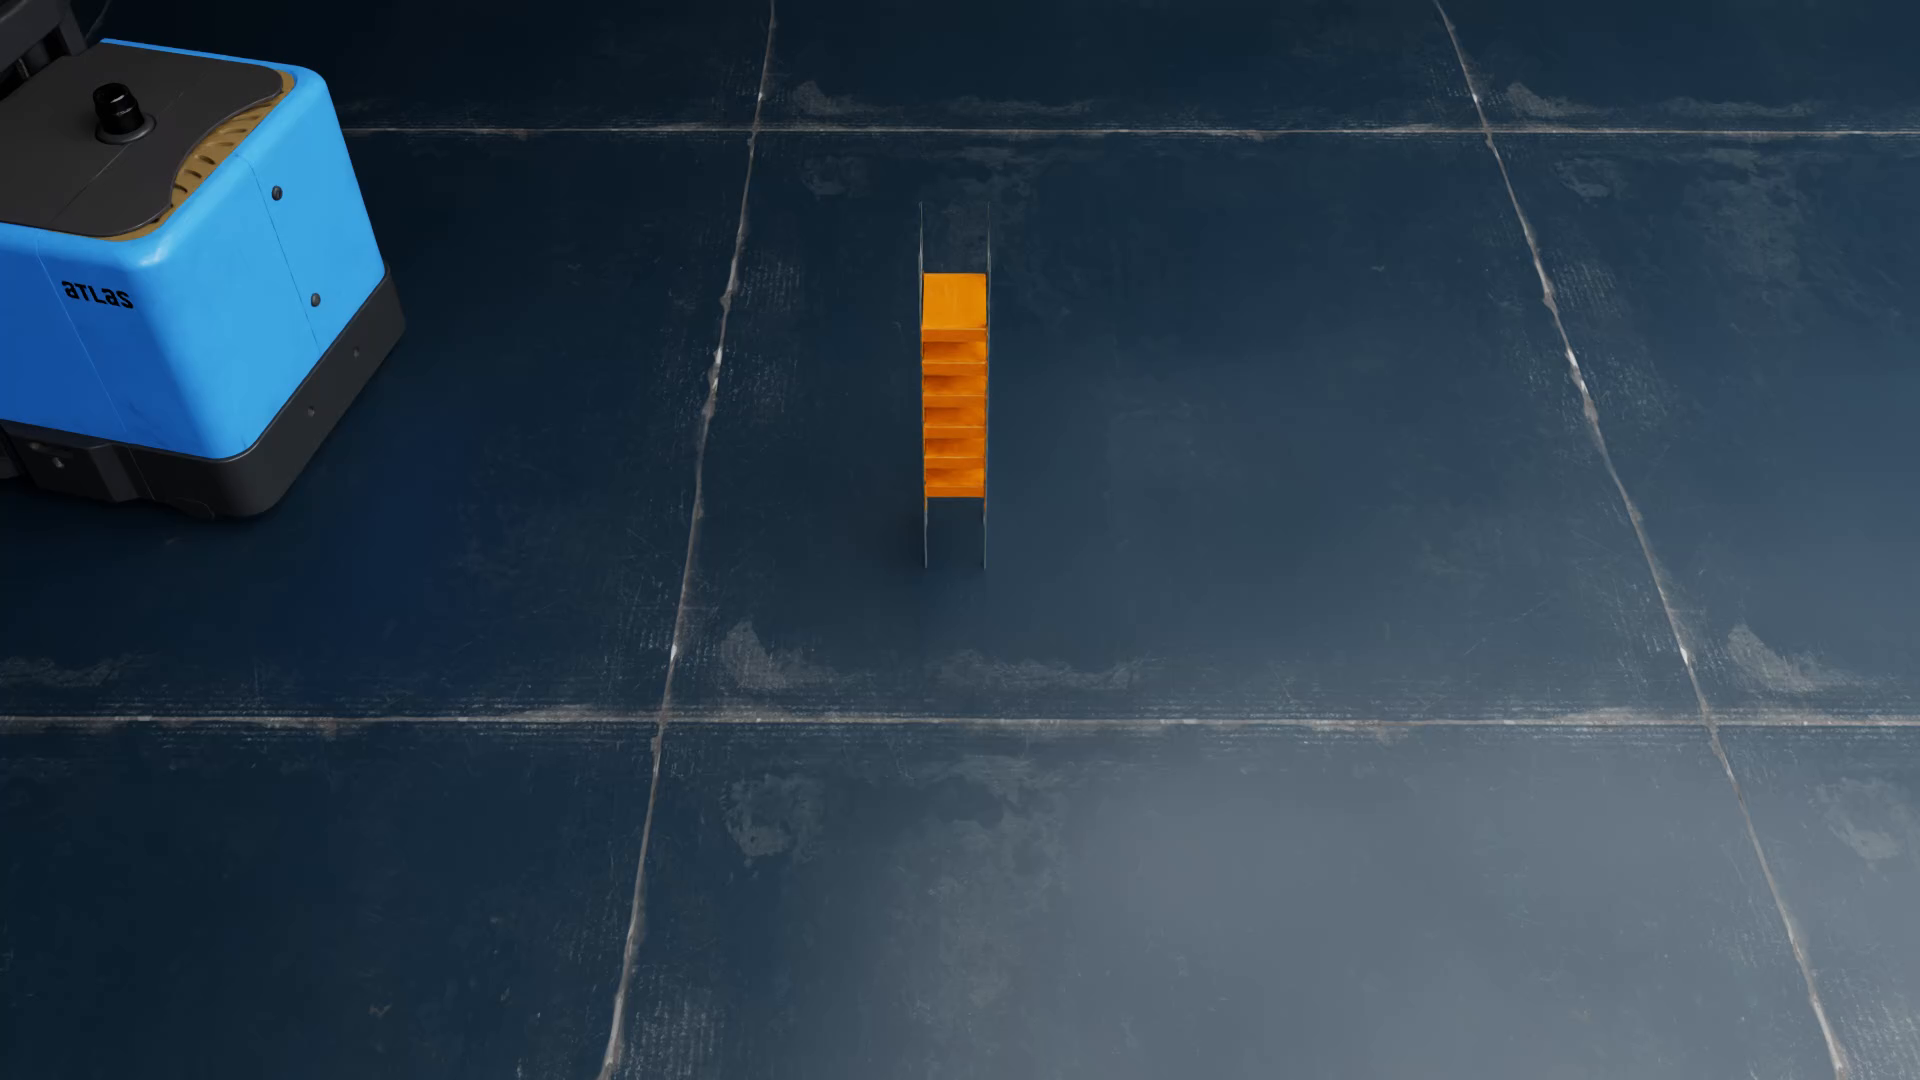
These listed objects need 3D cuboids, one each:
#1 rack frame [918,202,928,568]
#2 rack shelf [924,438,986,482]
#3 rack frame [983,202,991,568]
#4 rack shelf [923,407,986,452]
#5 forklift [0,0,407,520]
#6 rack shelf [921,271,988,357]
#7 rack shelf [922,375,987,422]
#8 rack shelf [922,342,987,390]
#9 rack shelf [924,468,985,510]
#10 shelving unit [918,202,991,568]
[{"bbox_3d":[-0.106,-0.409,4.811,0.006,1.200,0.240,0,47,0],"label":"rack frame"},{"bbox_3d":[-0.014,-0.297,4.931,0.180,0.103,0.258,0,47,0],"label":"rack shelf"},{"bbox_3d":[0.077,-0.409,4.811,0.006,1.200,0.240,0,47,0],"label":"rack frame"},{"bbox_3d":[-0.014,-0.379,4.843,0.180,0.103,0.258,0,47,0],"label":"rack shelf"},{"bbox_3d":[-3.520,-1.648,4.782,3.031,2.935,1.130,10,48,10],"label":"forklift"},{"bbox_3d":[-0.014,-0.624,4.580,0.180,0.103,0.258,0,47,0],"label":"rack shelf"},{"bbox_3d":[-0.014,-0.460,4.756,0.180,0.103,0.258,0,47,0],"label":"rack shelf"},{"bbox_3d":[-0.014,-0.542,4.668,0.180,0.103,0.258,0,47,0],"label":"rack shelf"},{"bbox_3d":[-0.014,-0.215,5.019,0.180,0.103,0.258,0,47,0],"label":"rack shelf"},{"bbox_3d":[-0.014,-0.409,4.811,0.189,1.200,0.258,0,47,0],"label":"shelving unit"}]
